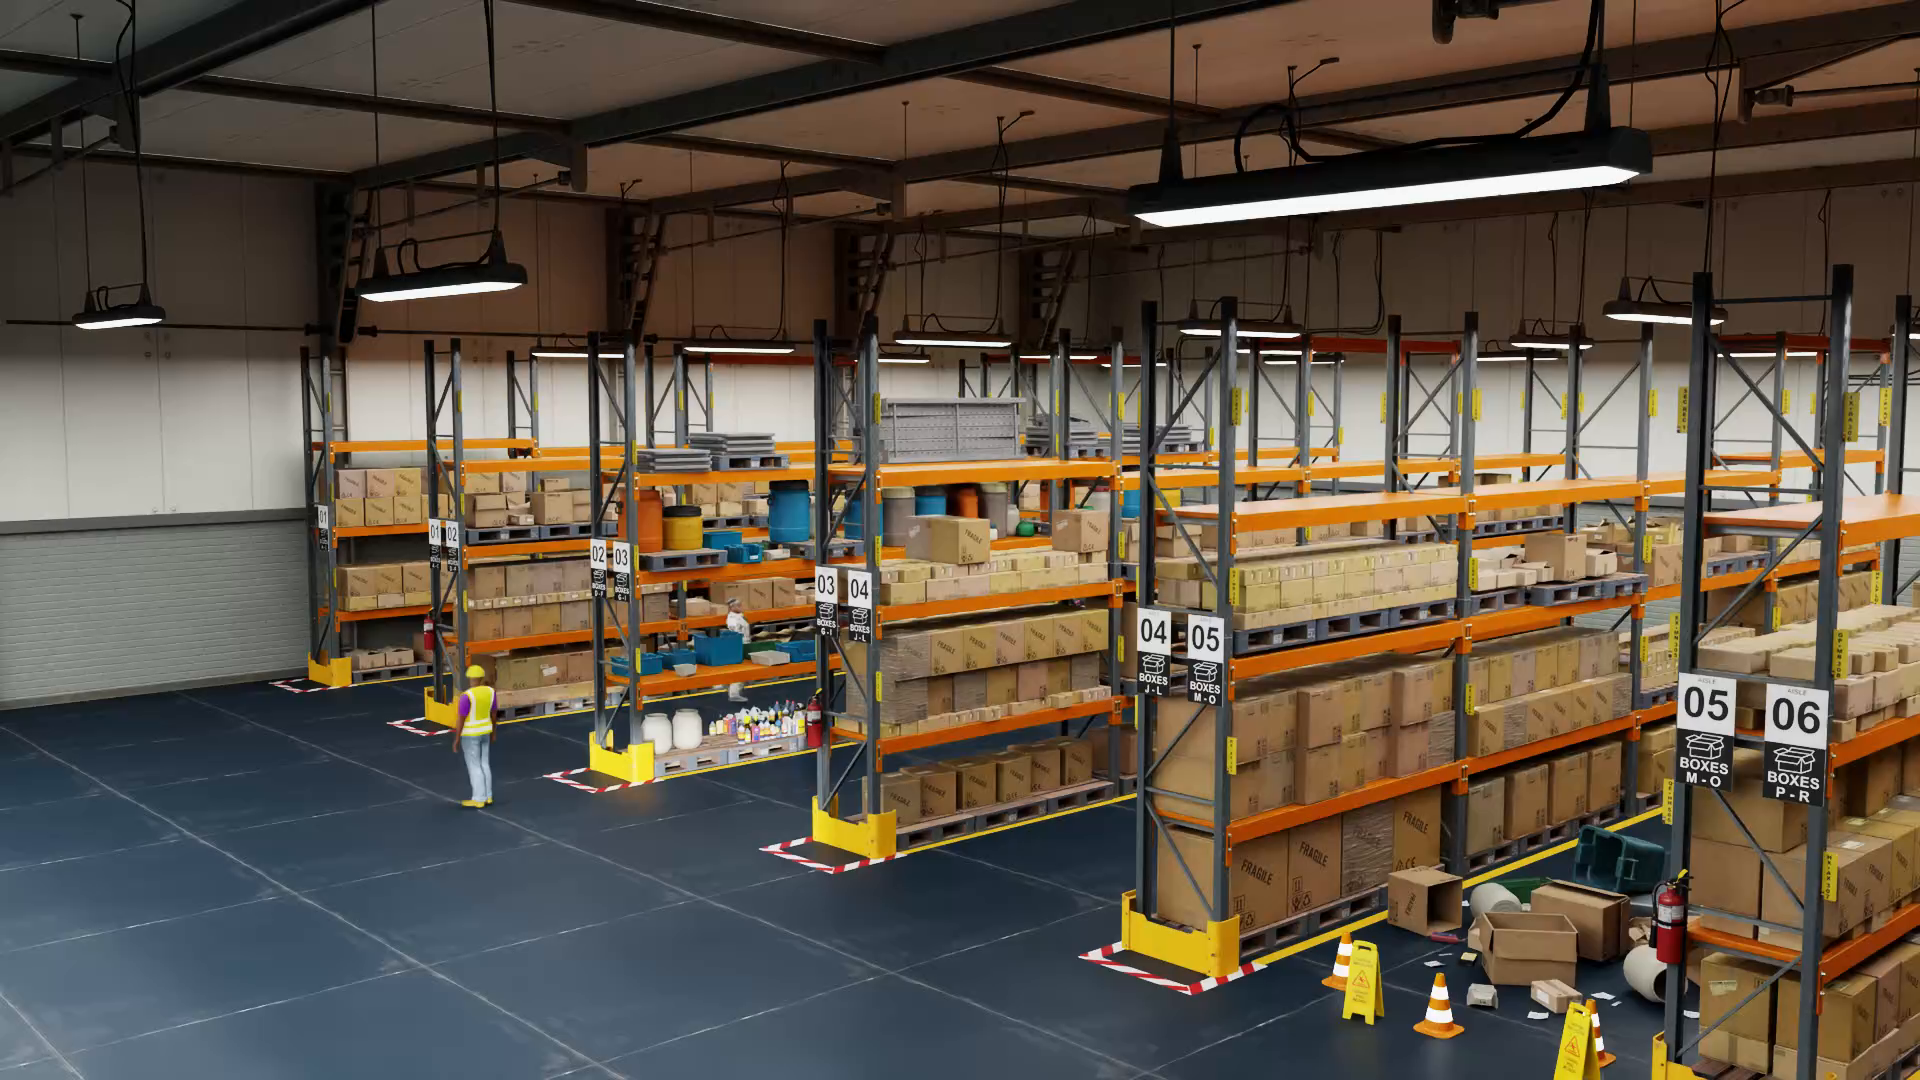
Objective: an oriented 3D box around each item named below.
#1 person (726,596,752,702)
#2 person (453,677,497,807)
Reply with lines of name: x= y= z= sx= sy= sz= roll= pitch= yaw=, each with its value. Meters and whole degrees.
person: x=-3.654 y=1.830 z=27.698 sx=0.487 sy=1.805 sz=0.568 roll=-1 pitch=5 yaw=-6
person: x=-6.062 y=2.479 z=20.829 sx=0.380 sy=1.765 sz=0.708 roll=2 pitch=6 yaw=26
